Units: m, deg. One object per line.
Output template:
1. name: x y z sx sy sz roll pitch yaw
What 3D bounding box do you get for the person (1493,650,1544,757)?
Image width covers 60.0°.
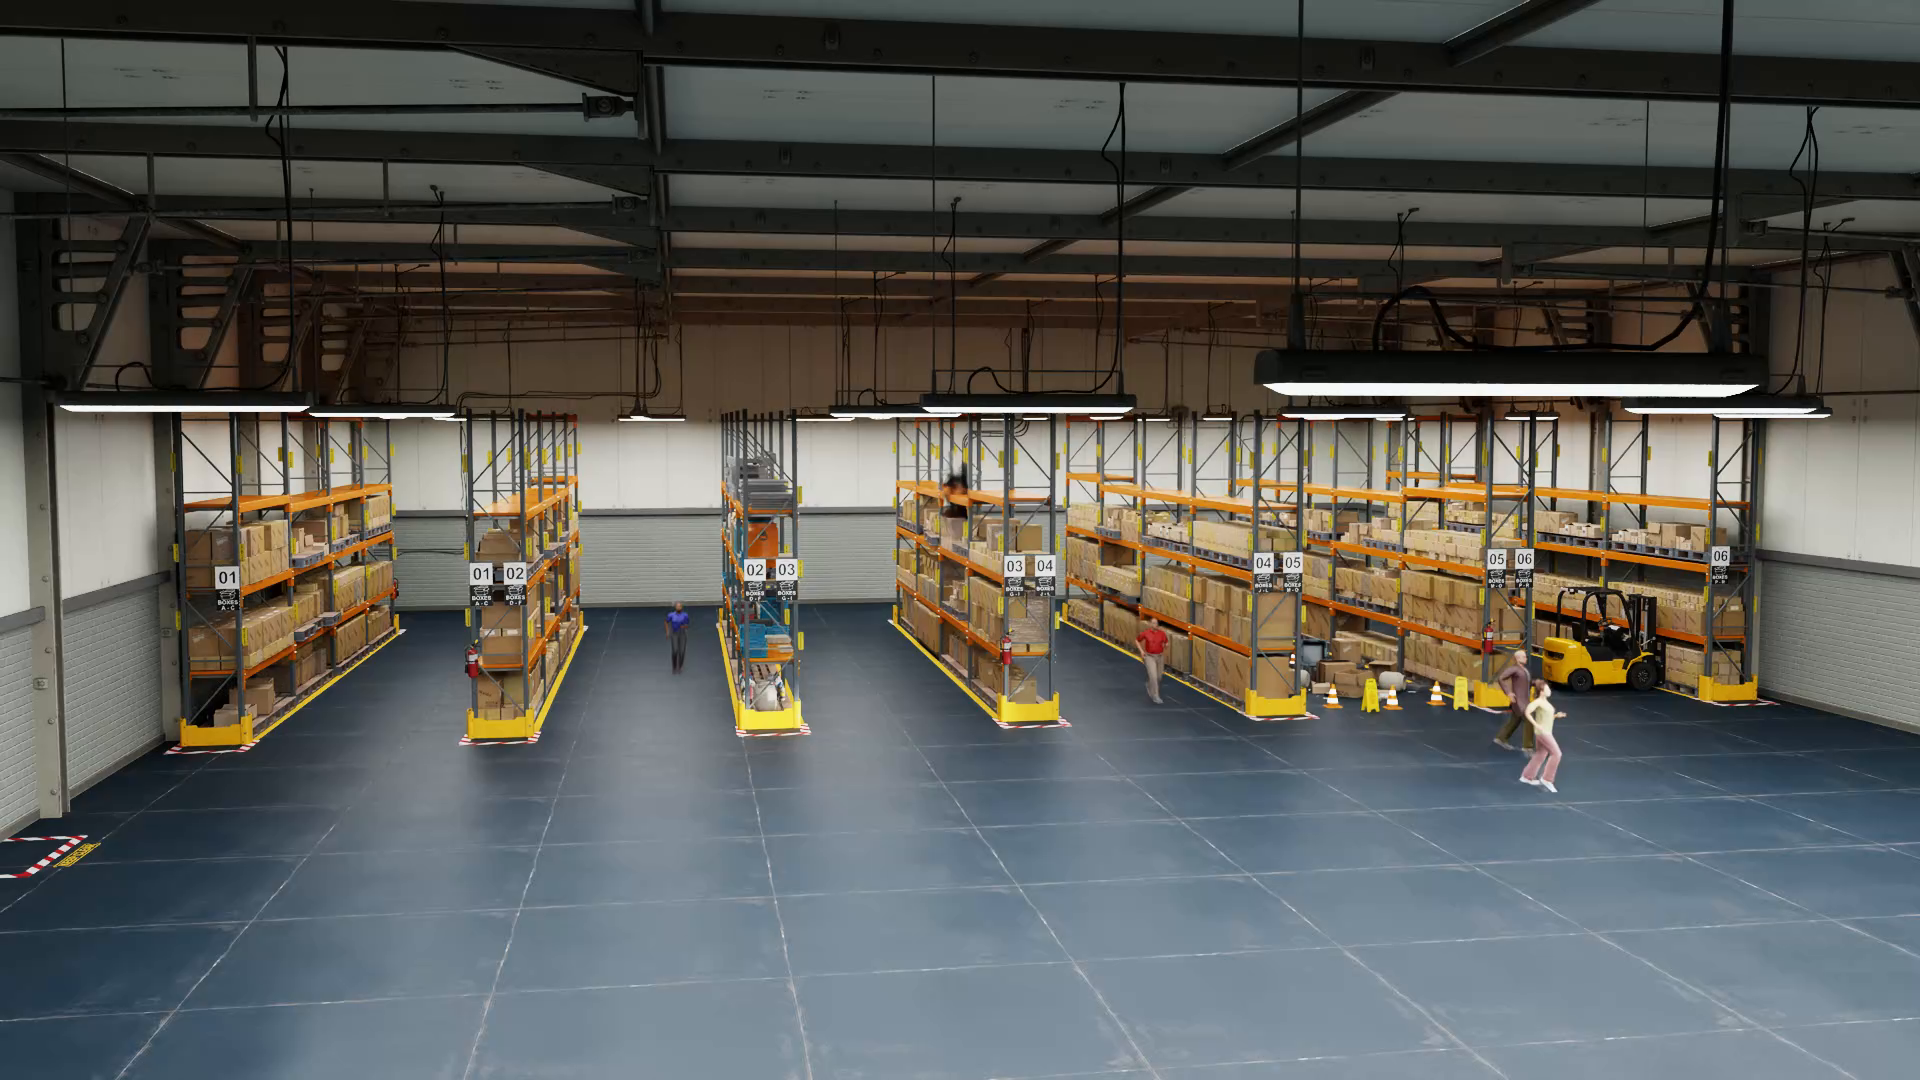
1. person: 9.656 2.819 28.728 0.903 1.832 0.680 3 5 35

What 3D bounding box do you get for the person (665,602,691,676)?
1. person: -6.430 2.257 37.978 0.543 1.701 0.704 -1 4 -18

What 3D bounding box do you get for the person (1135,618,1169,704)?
1. person: 3.994 2.456 34.265 0.668 1.703 0.983 -1 4 -20

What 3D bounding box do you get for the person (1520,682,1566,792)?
1. person: 9.125 3.075 26.028 0.670 1.715 0.558 2 4 25
